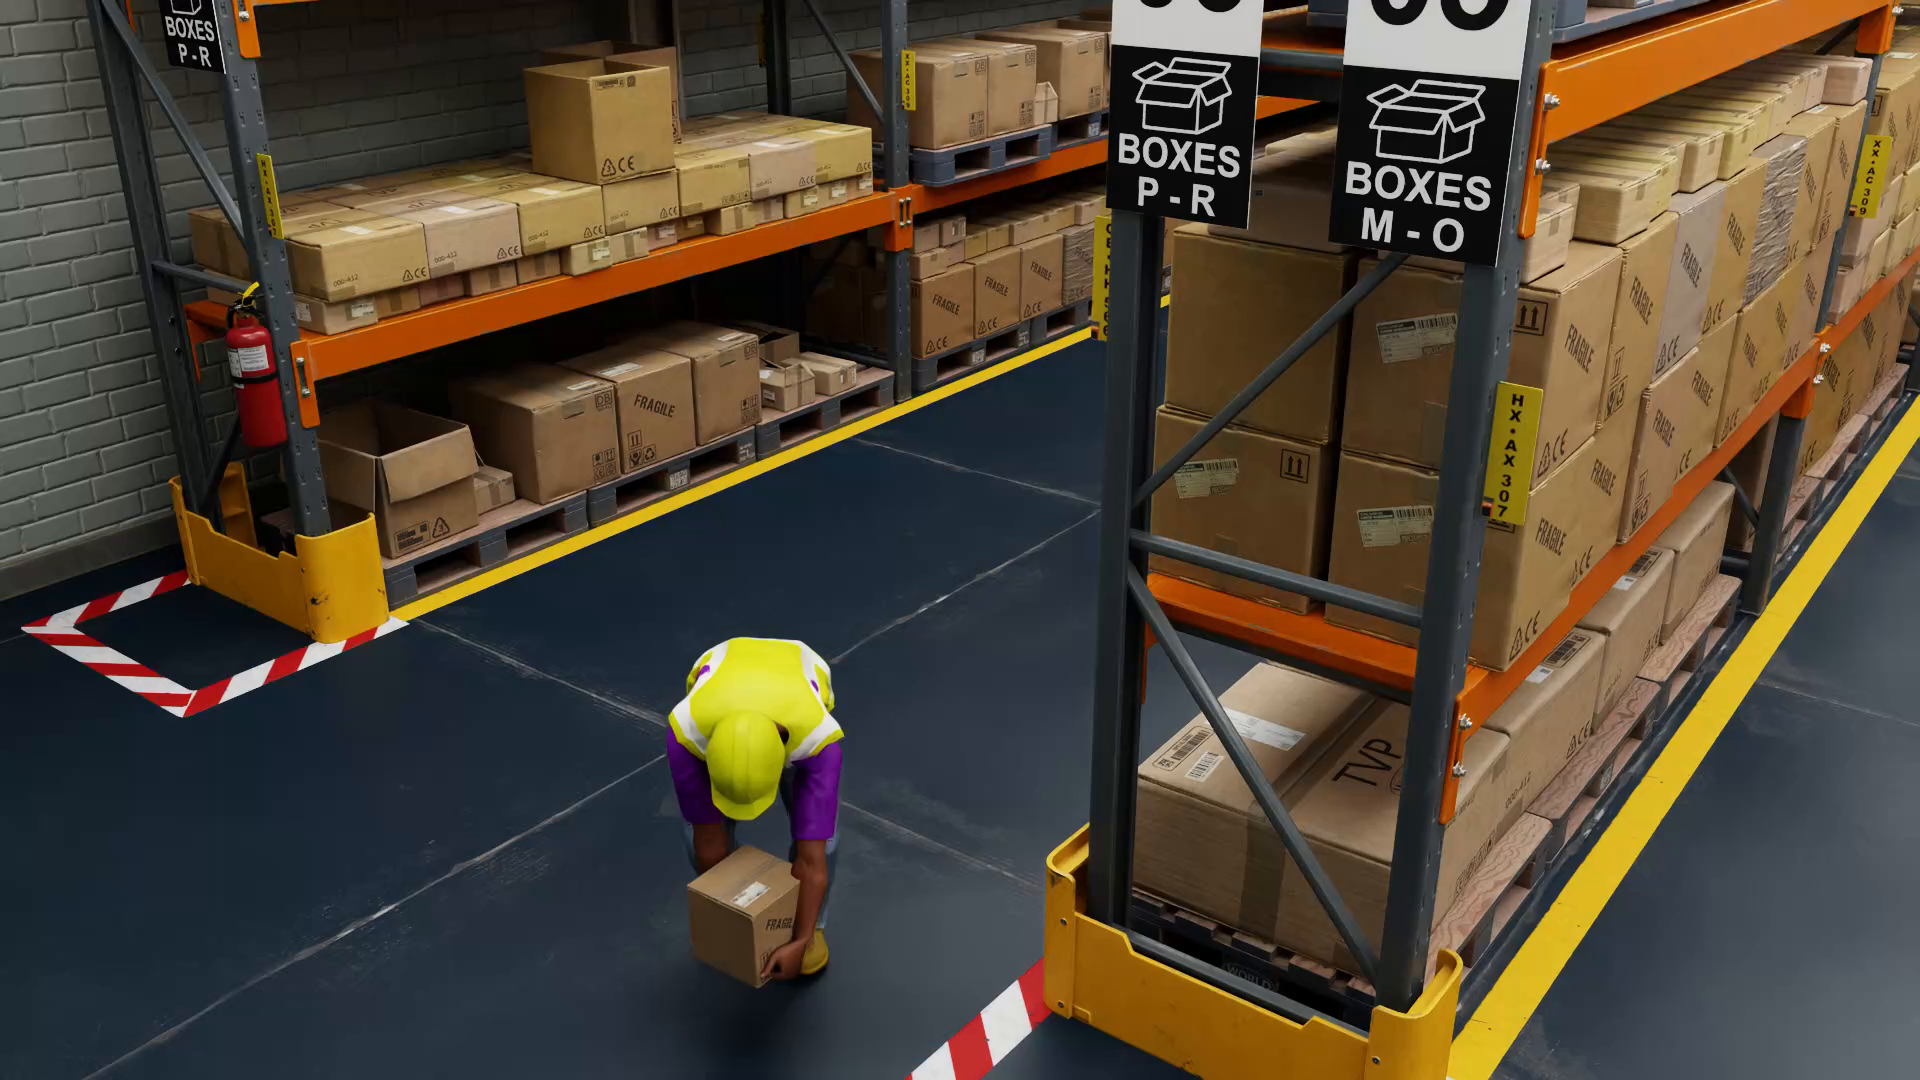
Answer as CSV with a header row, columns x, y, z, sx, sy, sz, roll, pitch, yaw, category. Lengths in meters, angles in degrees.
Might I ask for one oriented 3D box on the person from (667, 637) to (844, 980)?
x,y,z,sx,sy,sz,roll,pitch,yaw,category
-0.582,0.836,4.928,0.502,1.133,0.963,-1,23,-2,person
